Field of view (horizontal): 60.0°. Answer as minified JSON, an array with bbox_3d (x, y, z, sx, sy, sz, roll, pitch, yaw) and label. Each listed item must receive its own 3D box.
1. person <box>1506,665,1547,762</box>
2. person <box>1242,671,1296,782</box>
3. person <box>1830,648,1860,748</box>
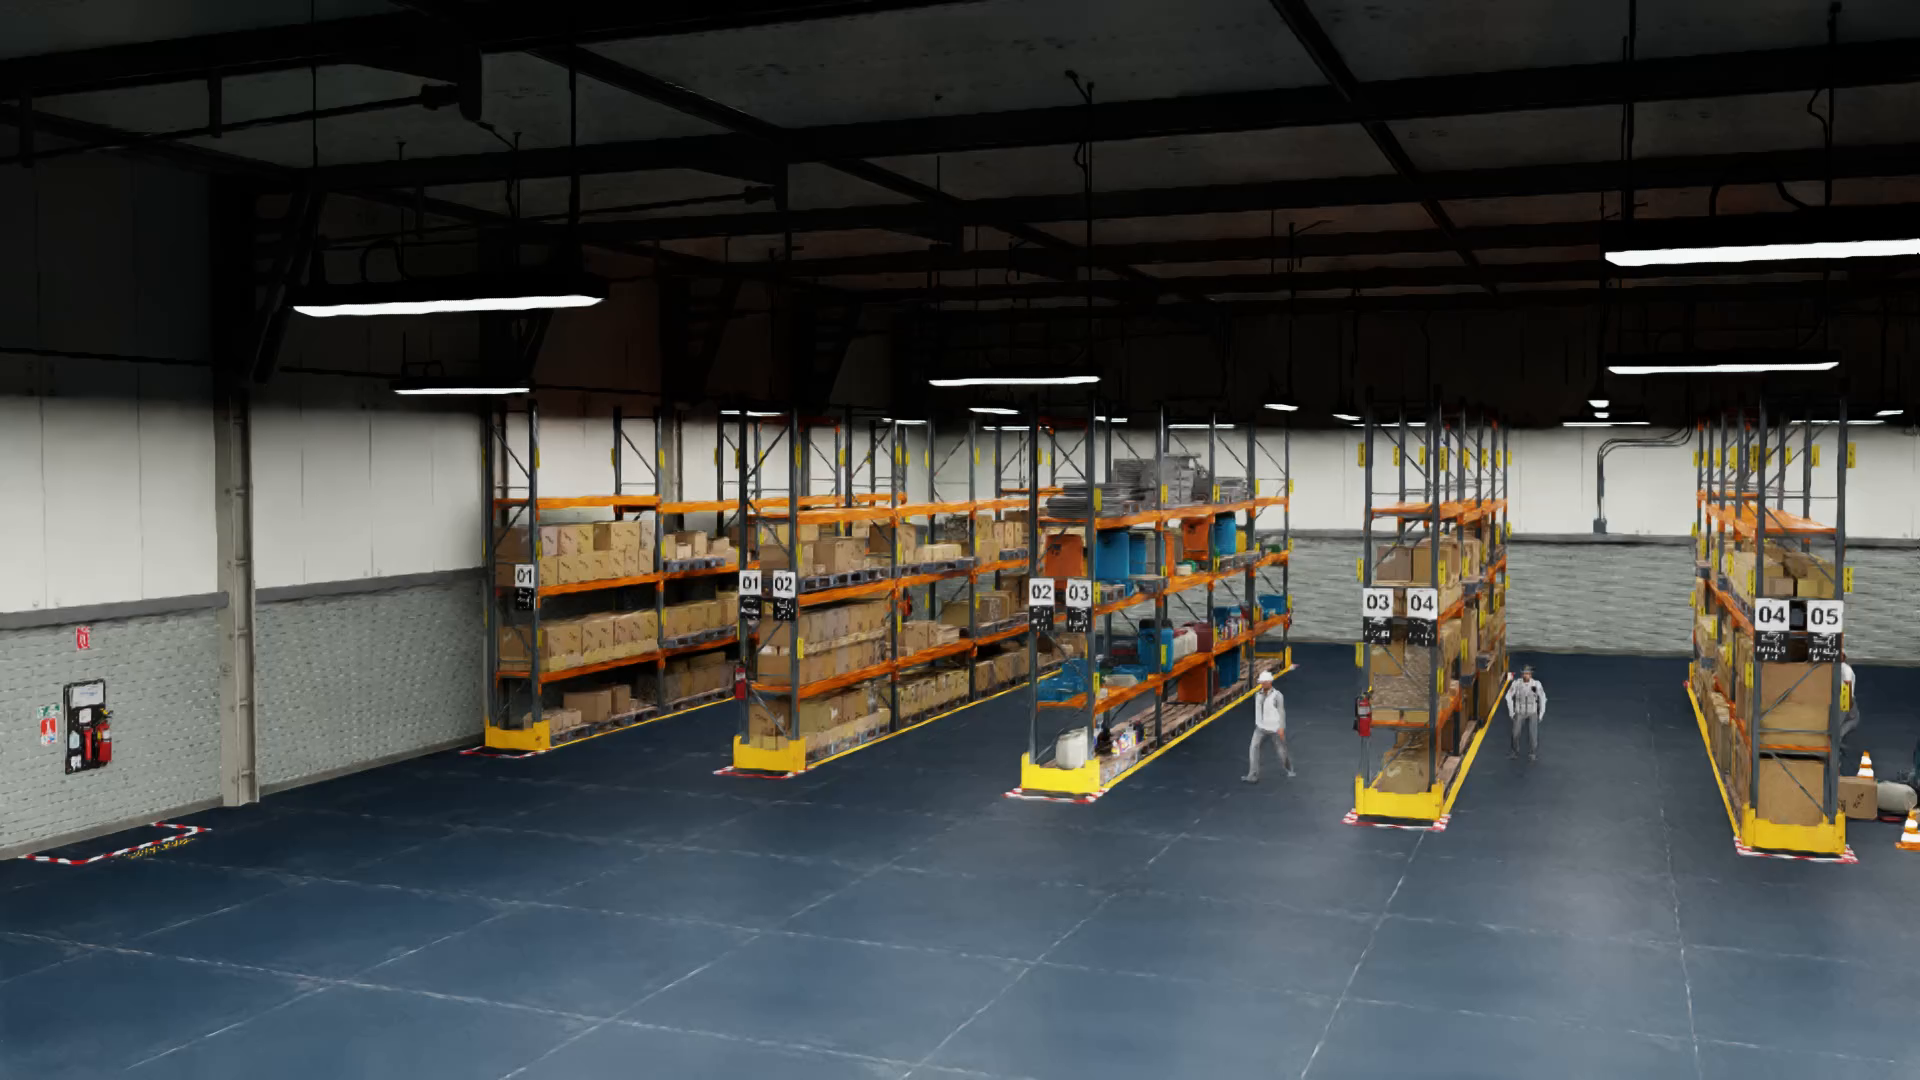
[{"bbox_3d":[9.324,2.842,27.392,0.639,1.632,0.512,1,3,19],"label":"person"},{"bbox_3d":[4.807,2.878,25.740,0.574,1.724,0.960,3,4,43],"label":"person"},{"bbox_3d":[15.157,2.707,28.610,0.456,1.761,0.607,0,3,-8],"label":"person"}]
